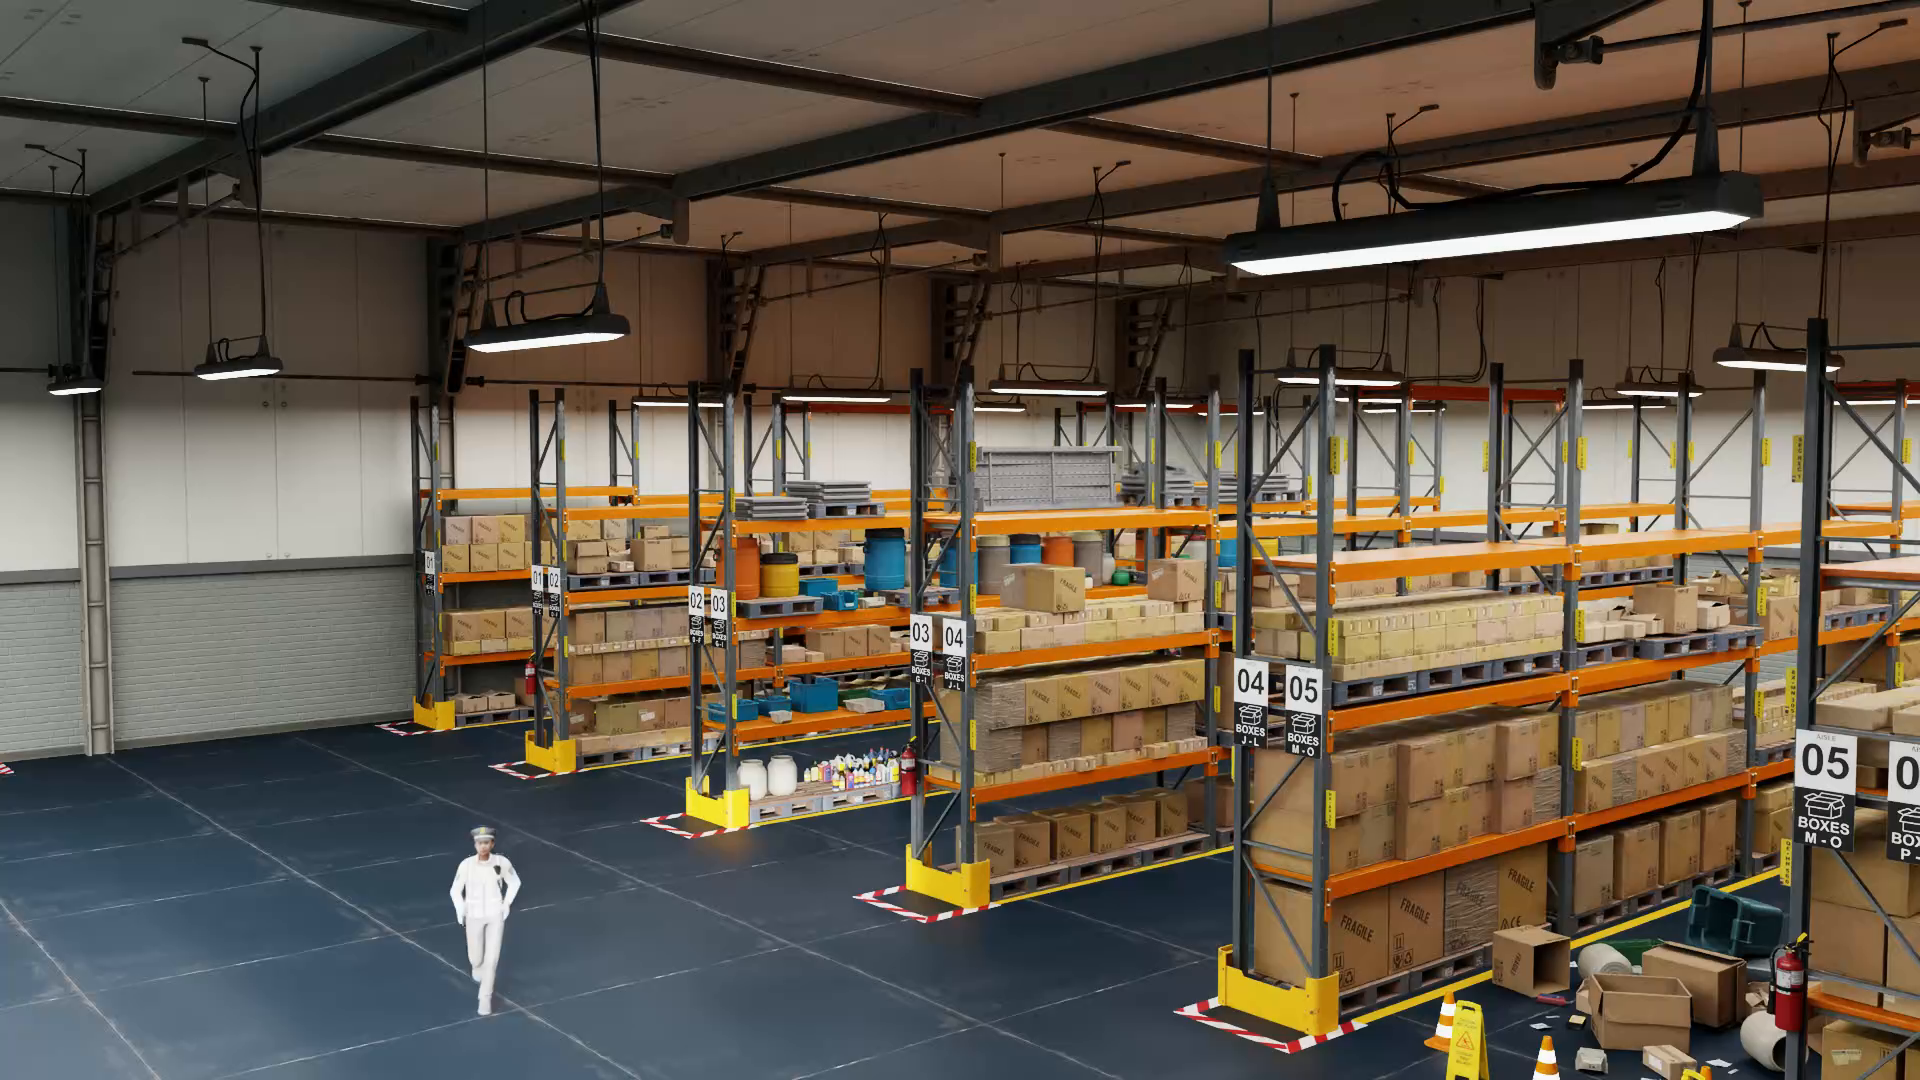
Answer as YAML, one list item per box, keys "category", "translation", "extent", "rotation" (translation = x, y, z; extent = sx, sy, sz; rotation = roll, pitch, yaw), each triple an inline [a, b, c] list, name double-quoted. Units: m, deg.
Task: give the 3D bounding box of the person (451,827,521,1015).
- category: "person"
  translation: [-4.356, 3.446, 15.291]
  extent: [0.625, 1.672, 0.676]
  rotation: [-1, 3, -14]

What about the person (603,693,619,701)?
- category: "person"
  translation: [-6.100, 2.635, 28.991]
  extent: [0.573, 1.628, 0.603]
  rotation: [-3, 4, -41]
